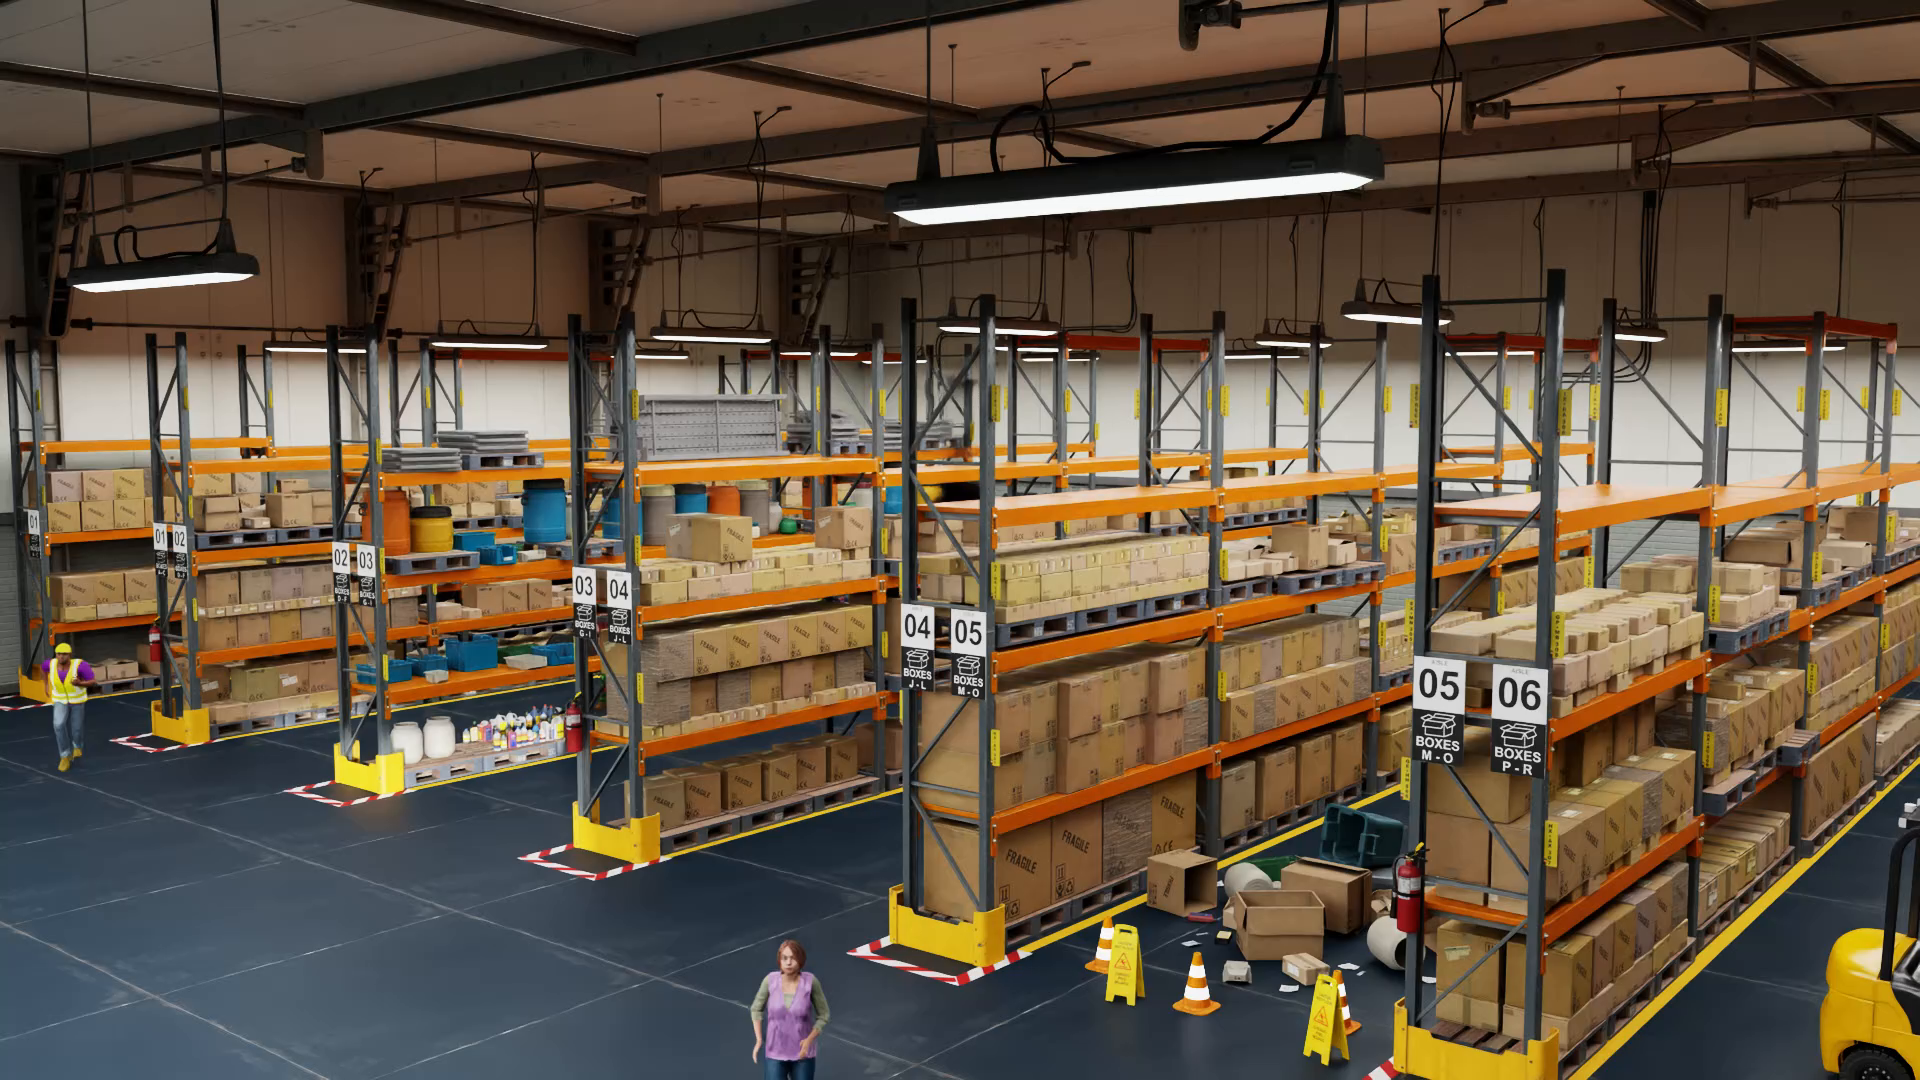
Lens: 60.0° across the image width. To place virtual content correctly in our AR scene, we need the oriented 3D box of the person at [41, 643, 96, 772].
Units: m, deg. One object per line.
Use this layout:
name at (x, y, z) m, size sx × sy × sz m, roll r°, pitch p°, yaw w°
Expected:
person at (-12.235, 2.257, 22.858) m, size 0.690 × 1.768 × 0.957 m, roll -2°, pitch 6°, yaw -22°

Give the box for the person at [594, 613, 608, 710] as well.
person at (-5.776, 1.835, 27.104) m, size 0.684 × 1.795 × 0.715 m, roll 3°, pitch 6°, yaw 29°

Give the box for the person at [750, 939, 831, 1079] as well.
person at (-1.128, 3.410, 11.028) m, size 0.538 × 1.560 × 0.548 m, roll 0°, pitch 5°, yaw -2°
